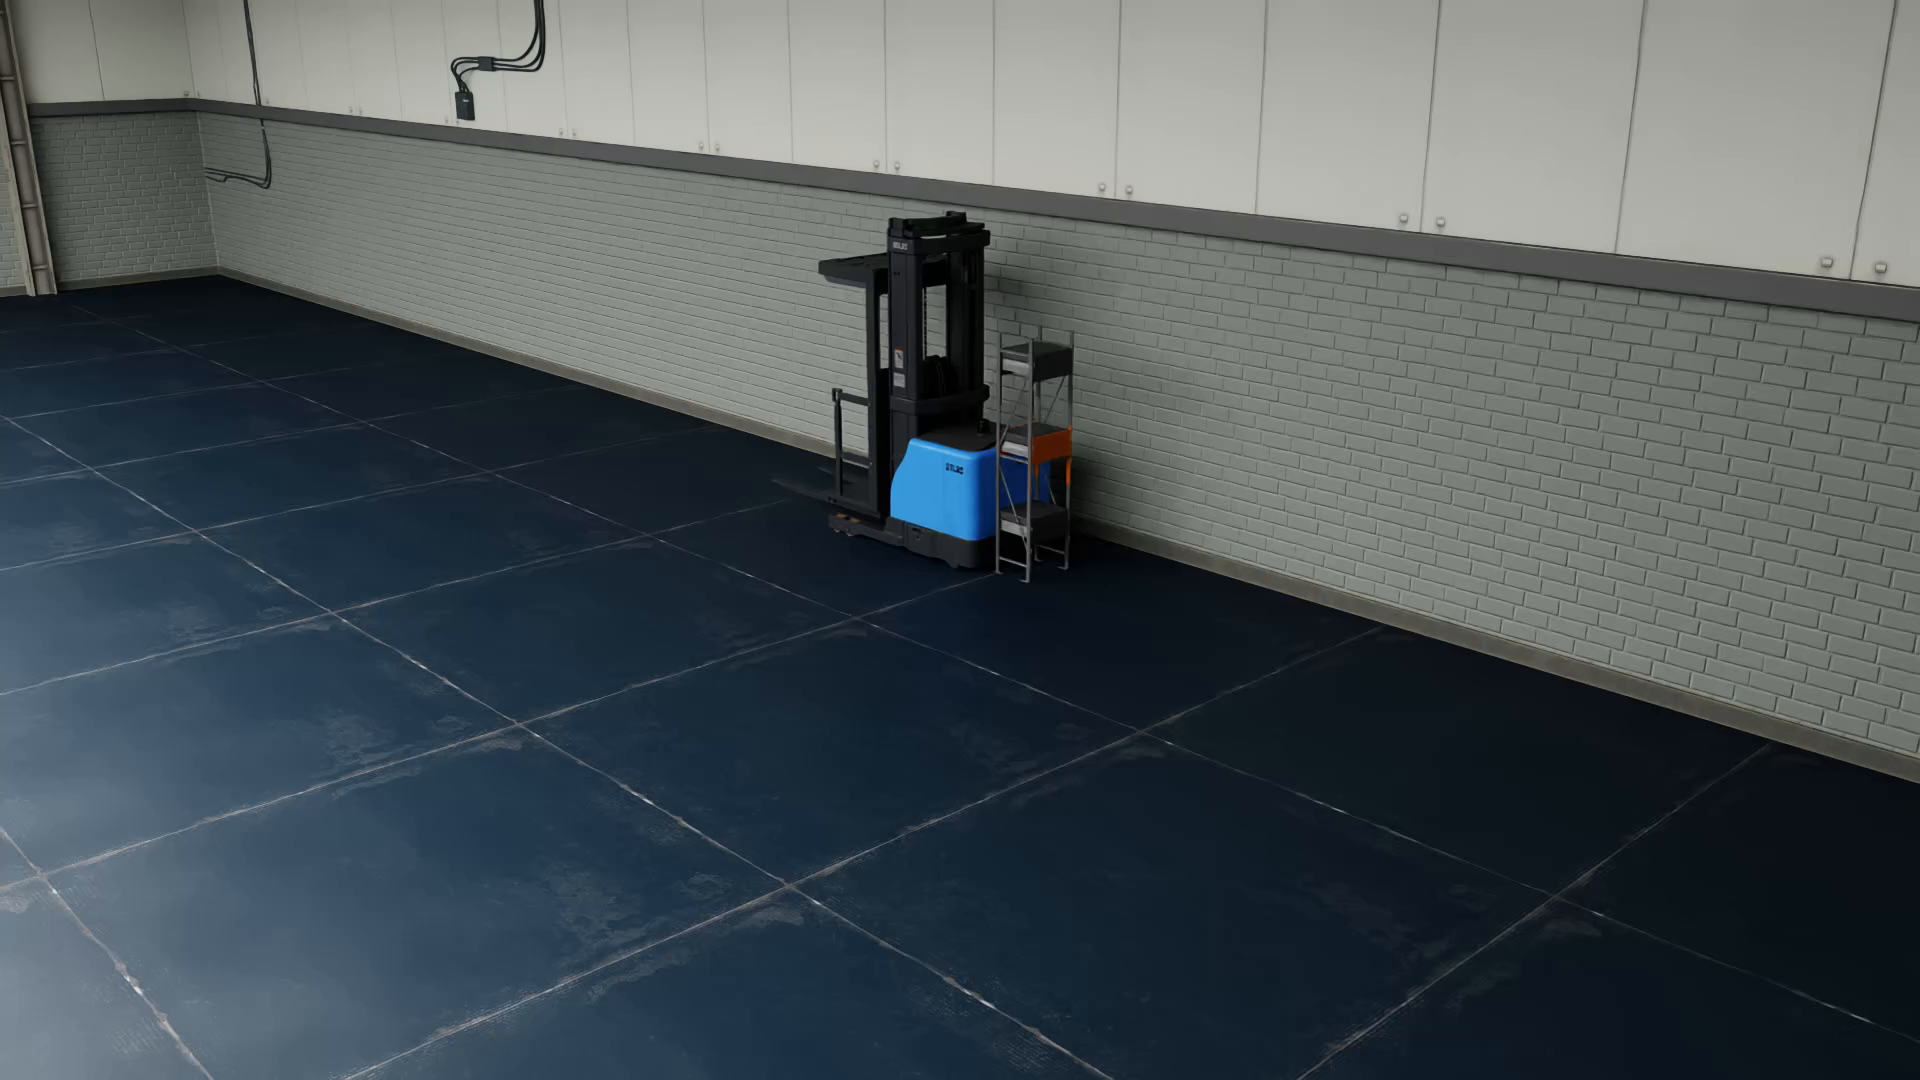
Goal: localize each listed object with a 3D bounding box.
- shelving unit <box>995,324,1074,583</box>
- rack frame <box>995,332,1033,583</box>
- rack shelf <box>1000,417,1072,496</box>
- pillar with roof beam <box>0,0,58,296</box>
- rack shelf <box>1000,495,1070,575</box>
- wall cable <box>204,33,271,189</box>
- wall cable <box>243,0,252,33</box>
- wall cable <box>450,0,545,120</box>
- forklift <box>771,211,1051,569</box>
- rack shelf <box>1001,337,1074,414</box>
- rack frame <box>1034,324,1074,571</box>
[{"bbox_3d":[0.626,-0.727,14.087,0.503,2.100,0.431,-17,24,-41],"label":"shelving unit"},{"bbox_3d":[0.451,-0.674,13.926,0.015,2.100,0.400,-17,24,-41],"label":"rack frame"},{"bbox_3d":[0.626,-0.714,14.091,0.480,0.518,0.431,-17,24,-41],"label":"rack shelf"},{"bbox_3d":[-12.528,-7.469,23.696,0.400,9.000,9.100,-16,24,-41],"label":"pillar with roof beam"},{"bbox_3d":[0.626,-0.048,14.307,0.480,0.518,0.431,-17,24,-41],"label":"rack shelf"},{"bbox_3d":[-12.436,-7.285,28.162,0.112,2.526,3.097,-16,24,-41],"label":"wall cable"},{"bbox_3d":[-10.577,-9.081,25.513,0.112,2.526,3.097,-16,24,-41],"label":"wall cable"},{"bbox_3d":[-5.925,-8.249,20.586,0.169,6.003,2.305,-16,24,-41],"label":"wall cable"},{"bbox_3d":[-0.573,-1.520,15.186,1.130,2.935,3.031,-17,24,-41],"label":"forklift"},{"bbox_3d":[0.626,-1.380,13.876,0.480,0.518,0.431,-17,24,-41],"label":"rack shelf"},{"bbox_3d":[0.801,-0.779,14.249,0.015,2.100,0.400,-17,24,-41],"label":"rack frame"}]
